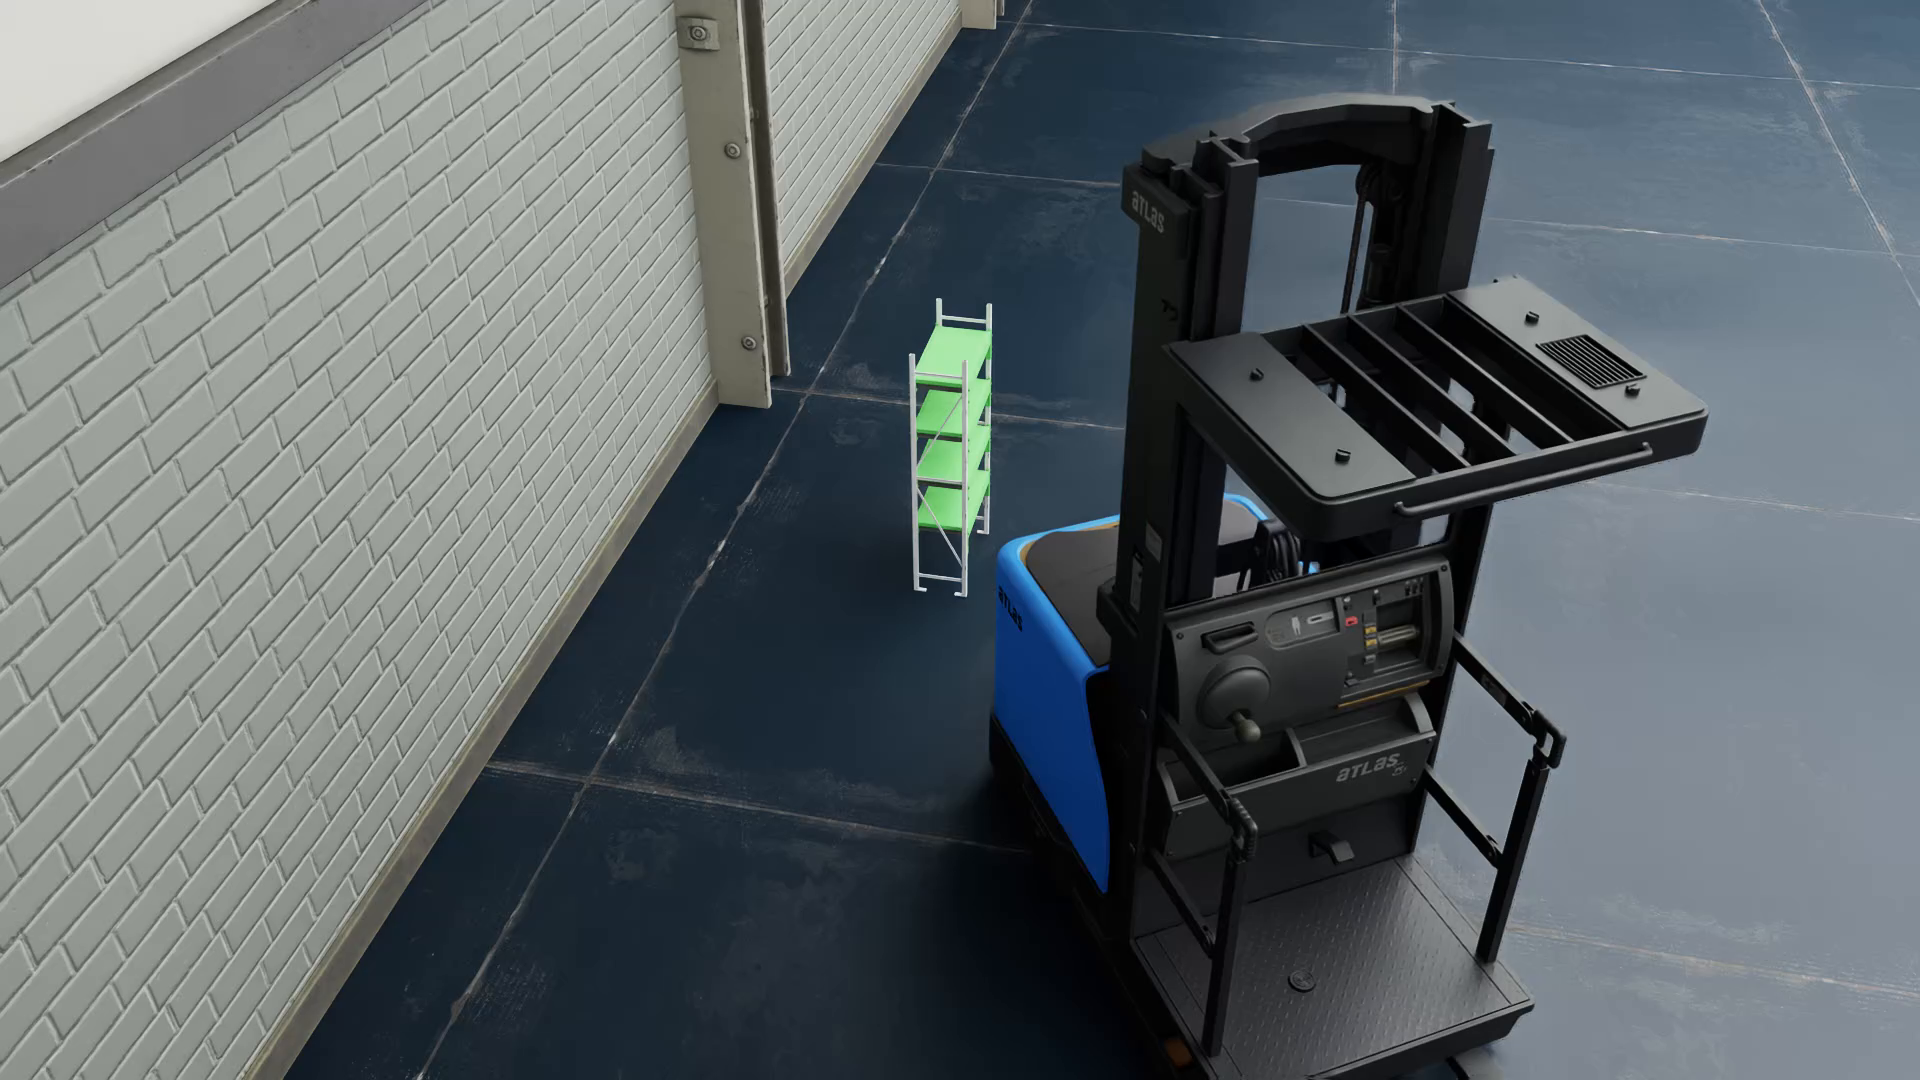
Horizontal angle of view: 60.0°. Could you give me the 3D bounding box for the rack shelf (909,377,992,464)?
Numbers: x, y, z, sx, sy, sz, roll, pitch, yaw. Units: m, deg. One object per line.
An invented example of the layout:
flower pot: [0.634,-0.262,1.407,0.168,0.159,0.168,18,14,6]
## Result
rack shelf: [-0.035,-0.534,7.164,0.258,0.148,0.480,7,37,10]

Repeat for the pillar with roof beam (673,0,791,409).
pillar with roof beam: [3.096,-3.925,5.497,9.100,9.000,0.400,7,37,10]

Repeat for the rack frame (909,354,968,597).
rack frame: [-0.087,-0.251,7.074,0.240,1.200,0.015,7,37,10]

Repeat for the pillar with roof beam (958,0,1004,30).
pillar with roof beam: [4.378,-7.364,10.243,9.100,9.000,0.400,7,37,10]

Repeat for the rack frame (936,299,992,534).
rack frame: [0.017,-0.531,7.460,0.240,1.200,0.015,7,37,10]

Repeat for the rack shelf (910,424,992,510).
rack shelf: [-0.035,-0.339,7.304,0.258,0.148,0.480,7,37,10]

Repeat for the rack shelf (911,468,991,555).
rack shelf: [-0.035,-0.145,7.445,0.258,0.148,0.480,7,37,10]

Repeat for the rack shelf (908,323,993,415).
rack shelf: [-0.035,-0.728,7.023,0.258,0.148,0.480,7,37,10]

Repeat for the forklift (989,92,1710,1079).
forklift: [1.120,0.392,4.712,1.130,2.935,3.031,-13,38,-17]

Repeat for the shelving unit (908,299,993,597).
shelving unit: [-0.035,-0.391,7.267,0.258,1.200,0.503,7,37,10]
